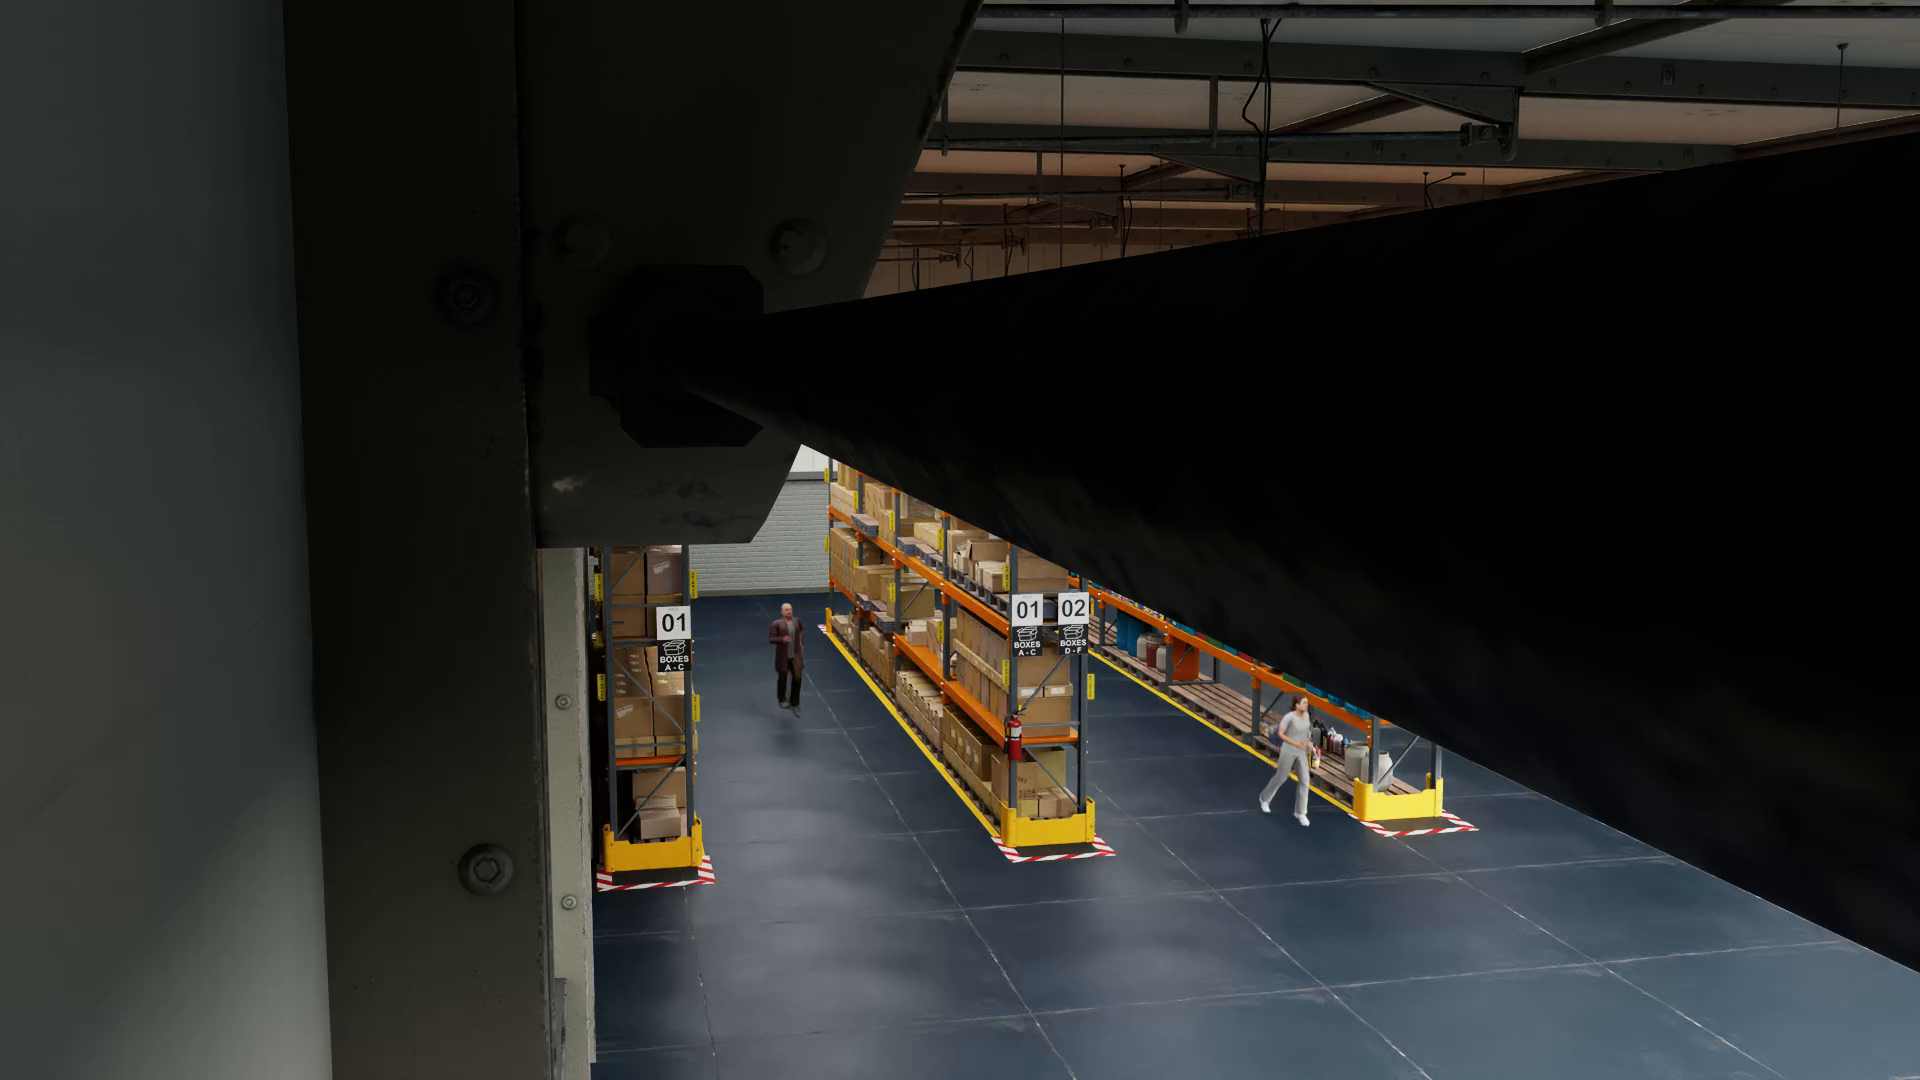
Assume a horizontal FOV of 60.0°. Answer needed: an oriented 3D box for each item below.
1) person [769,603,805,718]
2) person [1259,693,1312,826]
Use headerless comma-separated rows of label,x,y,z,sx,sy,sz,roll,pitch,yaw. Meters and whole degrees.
person,-2.821,1.980,27.443,0.685,1.882,0.773,-3,7,-22
person,4.465,2.876,22.169,0.641,1.697,0.869,-3,8,-26
